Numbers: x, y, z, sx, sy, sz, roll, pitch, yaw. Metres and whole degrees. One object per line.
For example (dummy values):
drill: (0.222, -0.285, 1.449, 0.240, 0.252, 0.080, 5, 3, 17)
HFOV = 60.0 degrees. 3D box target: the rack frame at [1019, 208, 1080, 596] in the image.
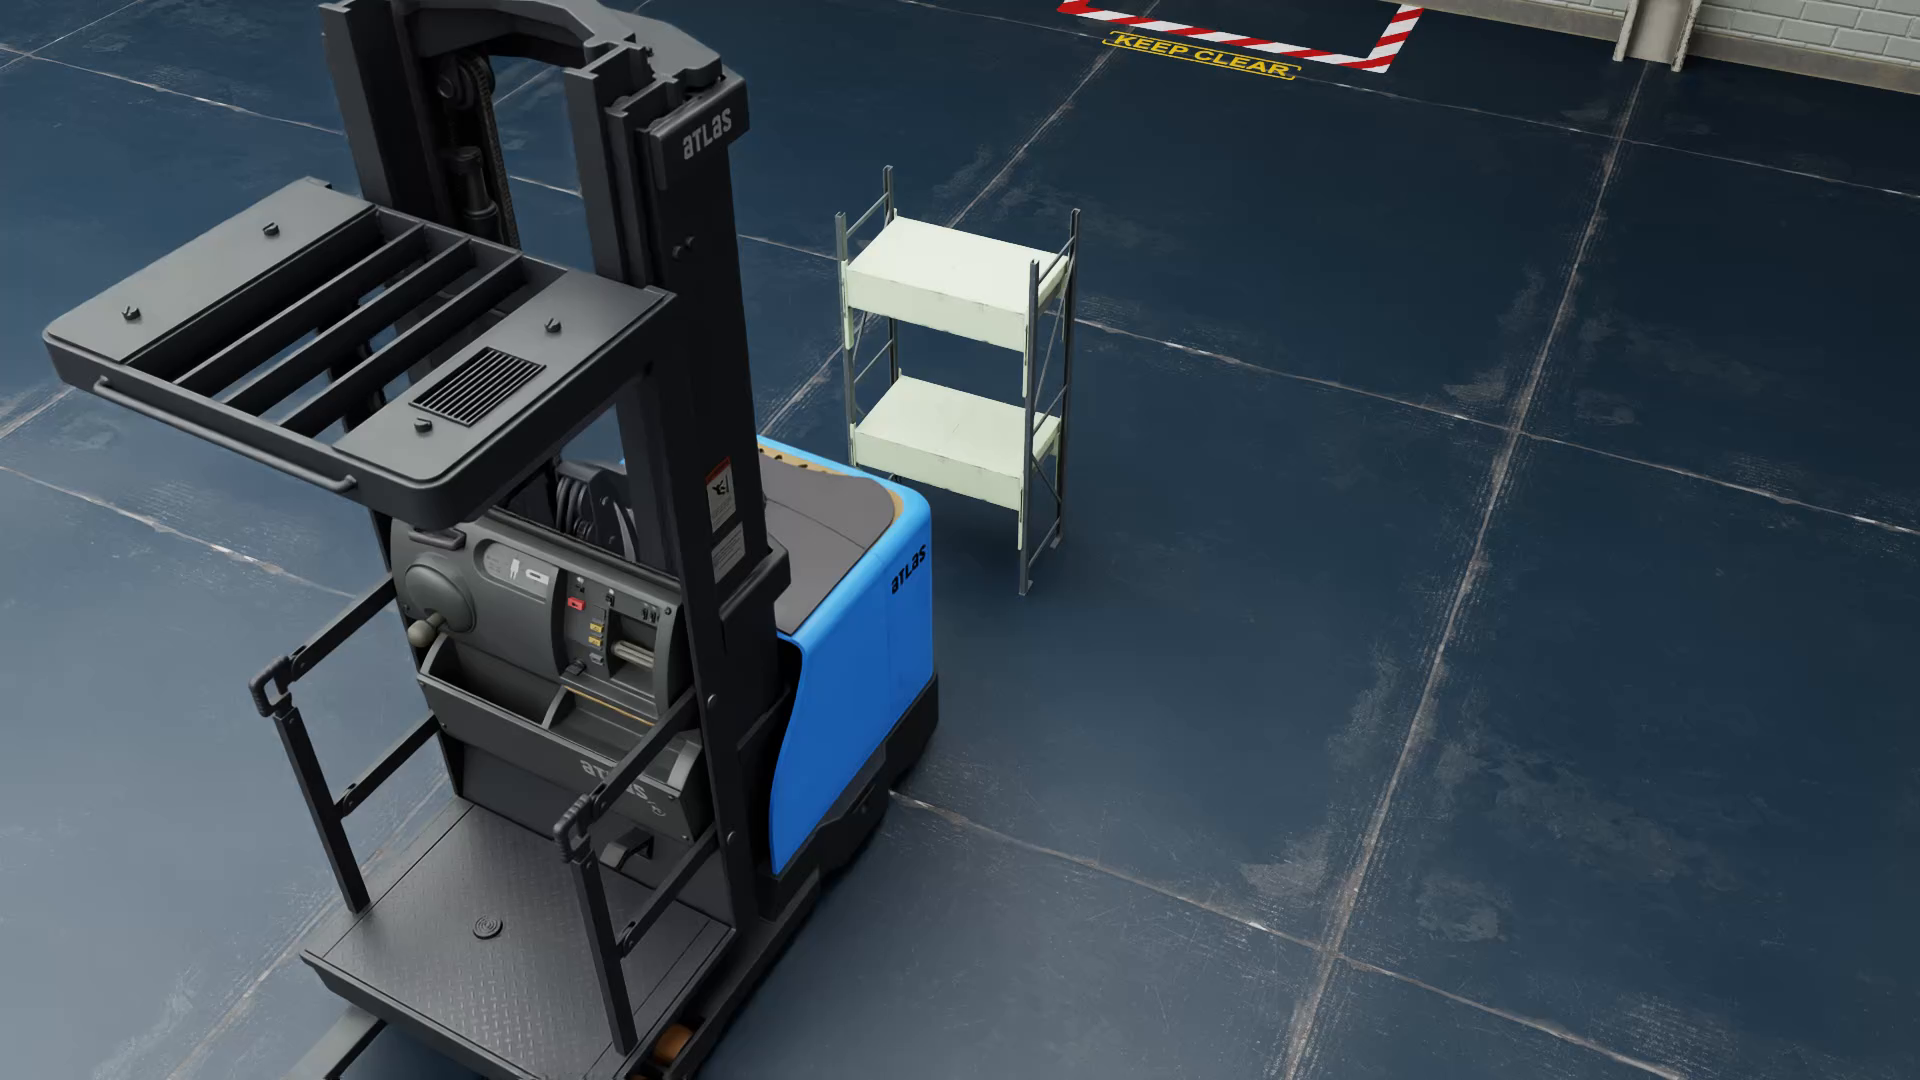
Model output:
rack frame: (0.326, -0.467, 6.144, 0.023, 1.500, 0.400, 17, 44, 19)

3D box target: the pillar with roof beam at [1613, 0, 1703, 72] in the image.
pillar with roof beam: (2.397, -3.805, 4.269, 0.400, 9.000, 9.100, 17, 44, 19)

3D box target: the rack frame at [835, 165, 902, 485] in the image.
rack frame: (-0.338, -0.670, 6.378, 0.023, 1.500, 0.400, 17, 44, 19)

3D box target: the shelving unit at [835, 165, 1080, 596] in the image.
shelving unit: (-0.006, -0.569, 6.261, 0.755, 1.500, 0.431, 17, 44, 19)

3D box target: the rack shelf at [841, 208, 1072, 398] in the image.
rack shelf: (-0.006, -0.863, 6.005, 0.720, 0.370, 0.431, 17, 44, 19)

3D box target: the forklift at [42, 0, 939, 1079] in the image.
forklift: (-1.226, 0.255, 4.219, 1.130, 2.935, 3.031, 20, 45, 21)

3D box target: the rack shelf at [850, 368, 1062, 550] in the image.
rack shelf: (-0.006, -0.322, 6.474, 0.720, 0.370, 0.431, 17, 44, 19)
